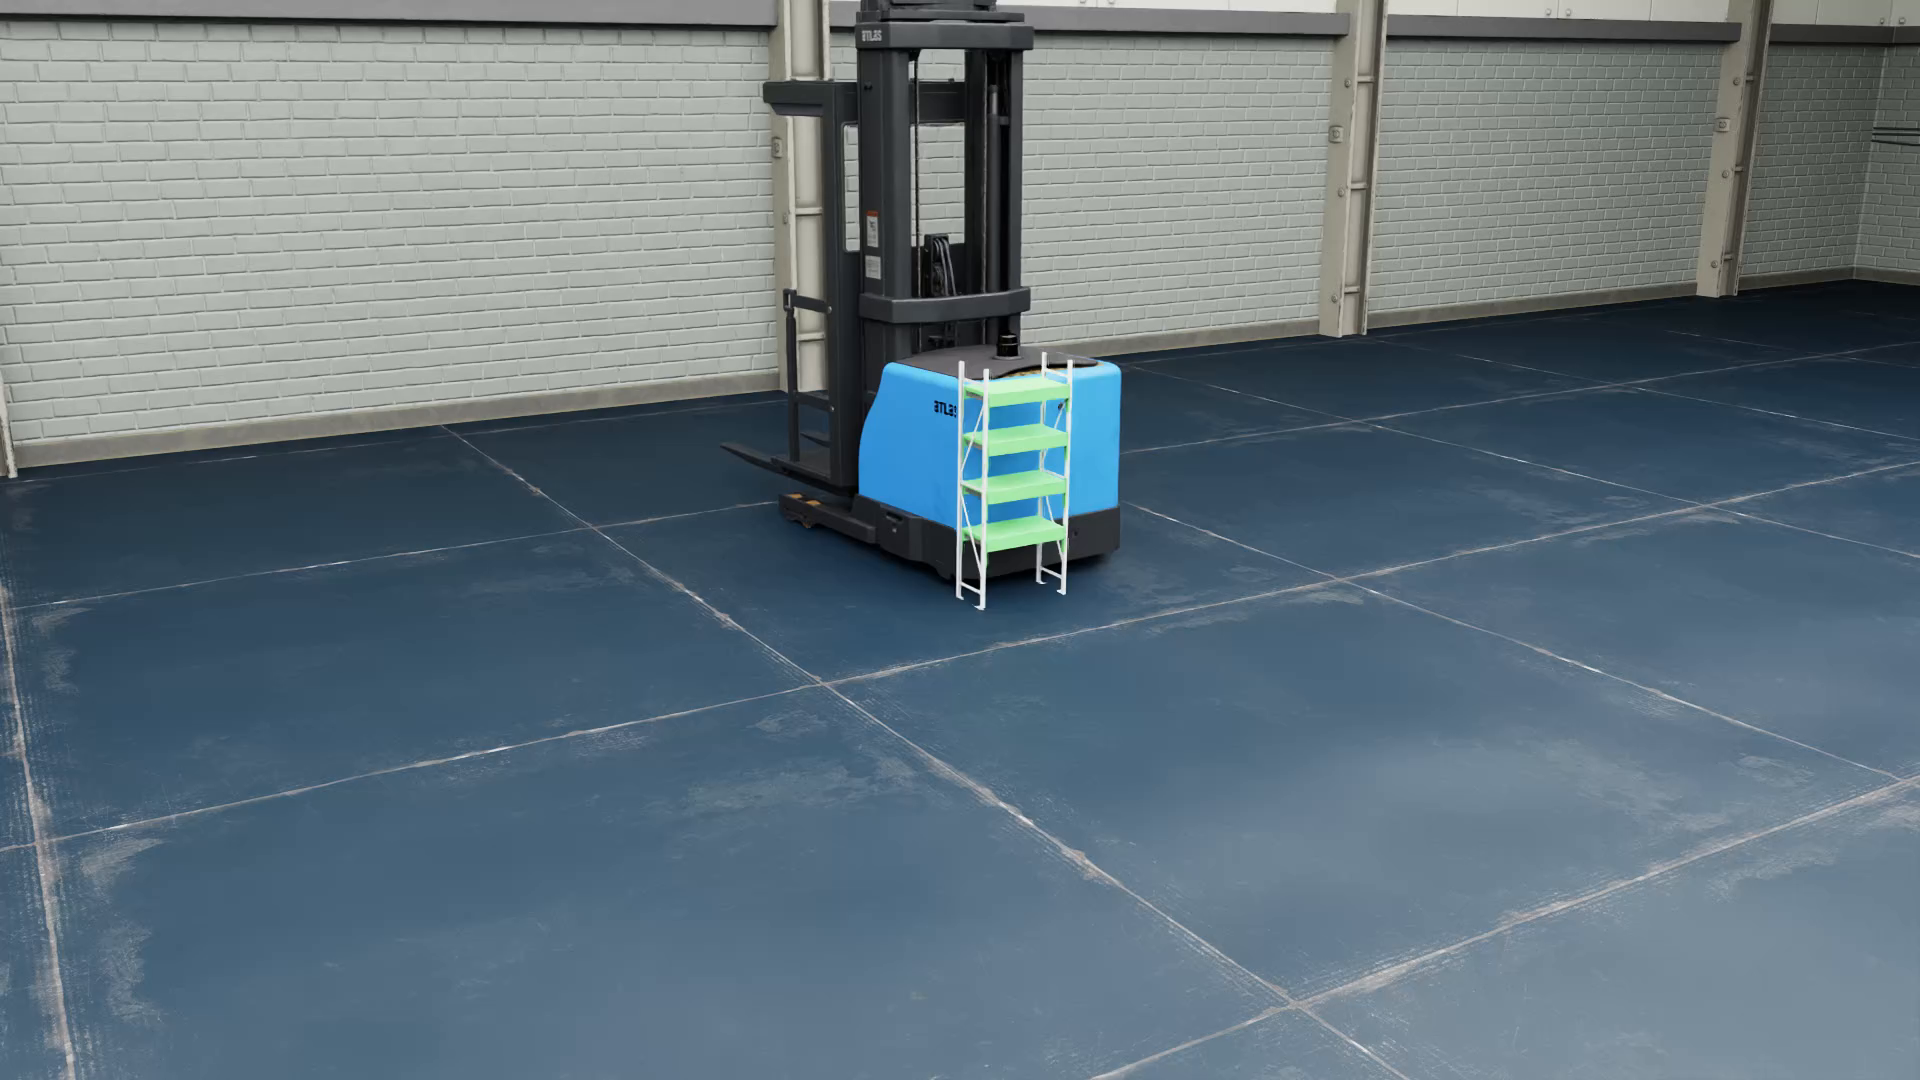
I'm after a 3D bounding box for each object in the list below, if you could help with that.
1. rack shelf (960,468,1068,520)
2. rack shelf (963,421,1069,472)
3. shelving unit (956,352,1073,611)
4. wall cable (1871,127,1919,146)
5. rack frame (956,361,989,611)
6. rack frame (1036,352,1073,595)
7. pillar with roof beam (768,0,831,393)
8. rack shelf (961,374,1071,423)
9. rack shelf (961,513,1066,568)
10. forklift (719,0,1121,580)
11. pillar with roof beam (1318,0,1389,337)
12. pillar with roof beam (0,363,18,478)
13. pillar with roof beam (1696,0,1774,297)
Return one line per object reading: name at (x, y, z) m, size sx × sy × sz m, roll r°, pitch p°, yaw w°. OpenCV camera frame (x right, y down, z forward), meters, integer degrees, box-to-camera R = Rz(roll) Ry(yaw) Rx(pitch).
rack shelf at (0.264, -0.231, 8.238) m, size 0.480 × 0.148 × 0.258 m, roll -10°, pitch 20°, yaw -31°
rack shelf at (0.267, -0.461, 8.168) m, size 0.480 × 0.148 × 0.258 m, roll -10°, pitch 20°, yaw -31°
shelving unit at (0.265, -0.292, 8.219) m, size 0.503 × 1.200 × 0.258 m, roll -10°, pitch 20°, yaw -31°
wall cable at (12.221, -5.865, 19.414) m, size 0.112 × 2.526 × 3.097 m, roll -9°, pitch 18°, yaw -30°
rack frame at (0.059, -0.257, 8.093) m, size 0.015 × 1.200 × 0.240 m, roll -10°, pitch 20°, yaw -31°
rack frame at (0.471, -0.328, 8.345) m, size 0.015 × 1.200 × 0.240 m, roll -10°, pitch 20°, yaw -31°
pillar with roof beam at (0.945, -4.593, 9.122) m, size 0.400 × 9.000 × 9.100 m, roll -9°, pitch 18°, yaw -30°
rack shelf at (0.270, -0.691, 8.099) m, size 0.480 × 0.148 × 0.258 m, roll -10°, pitch 20°, yaw -31°
rack shelf at (0.261, -0.001, 8.307) m, size 0.480 × 0.148 × 0.258 m, roll -10°, pitch 20°, yaw -31°
forklift at (-0.409, -1.545, 9.492) m, size 1.130 × 2.935 × 3.031 m, roll -11°, pitch 19°, yaw -34°
pillar with roof beam at (6.088, -5.427, 12.097) m, size 0.400 × 9.000 × 9.100 m, roll -9°, pitch 18°, yaw -30°
pillar with roof beam at (-4.198, -3.759, 6.146) m, size 0.400 × 9.000 × 9.100 m, roll -9°, pitch 18°, yaw -30°
pillar with roof beam at (11.231, -6.261, 15.072) m, size 0.400 × 9.000 × 9.100 m, roll -9°, pitch 18°, yaw -30°
